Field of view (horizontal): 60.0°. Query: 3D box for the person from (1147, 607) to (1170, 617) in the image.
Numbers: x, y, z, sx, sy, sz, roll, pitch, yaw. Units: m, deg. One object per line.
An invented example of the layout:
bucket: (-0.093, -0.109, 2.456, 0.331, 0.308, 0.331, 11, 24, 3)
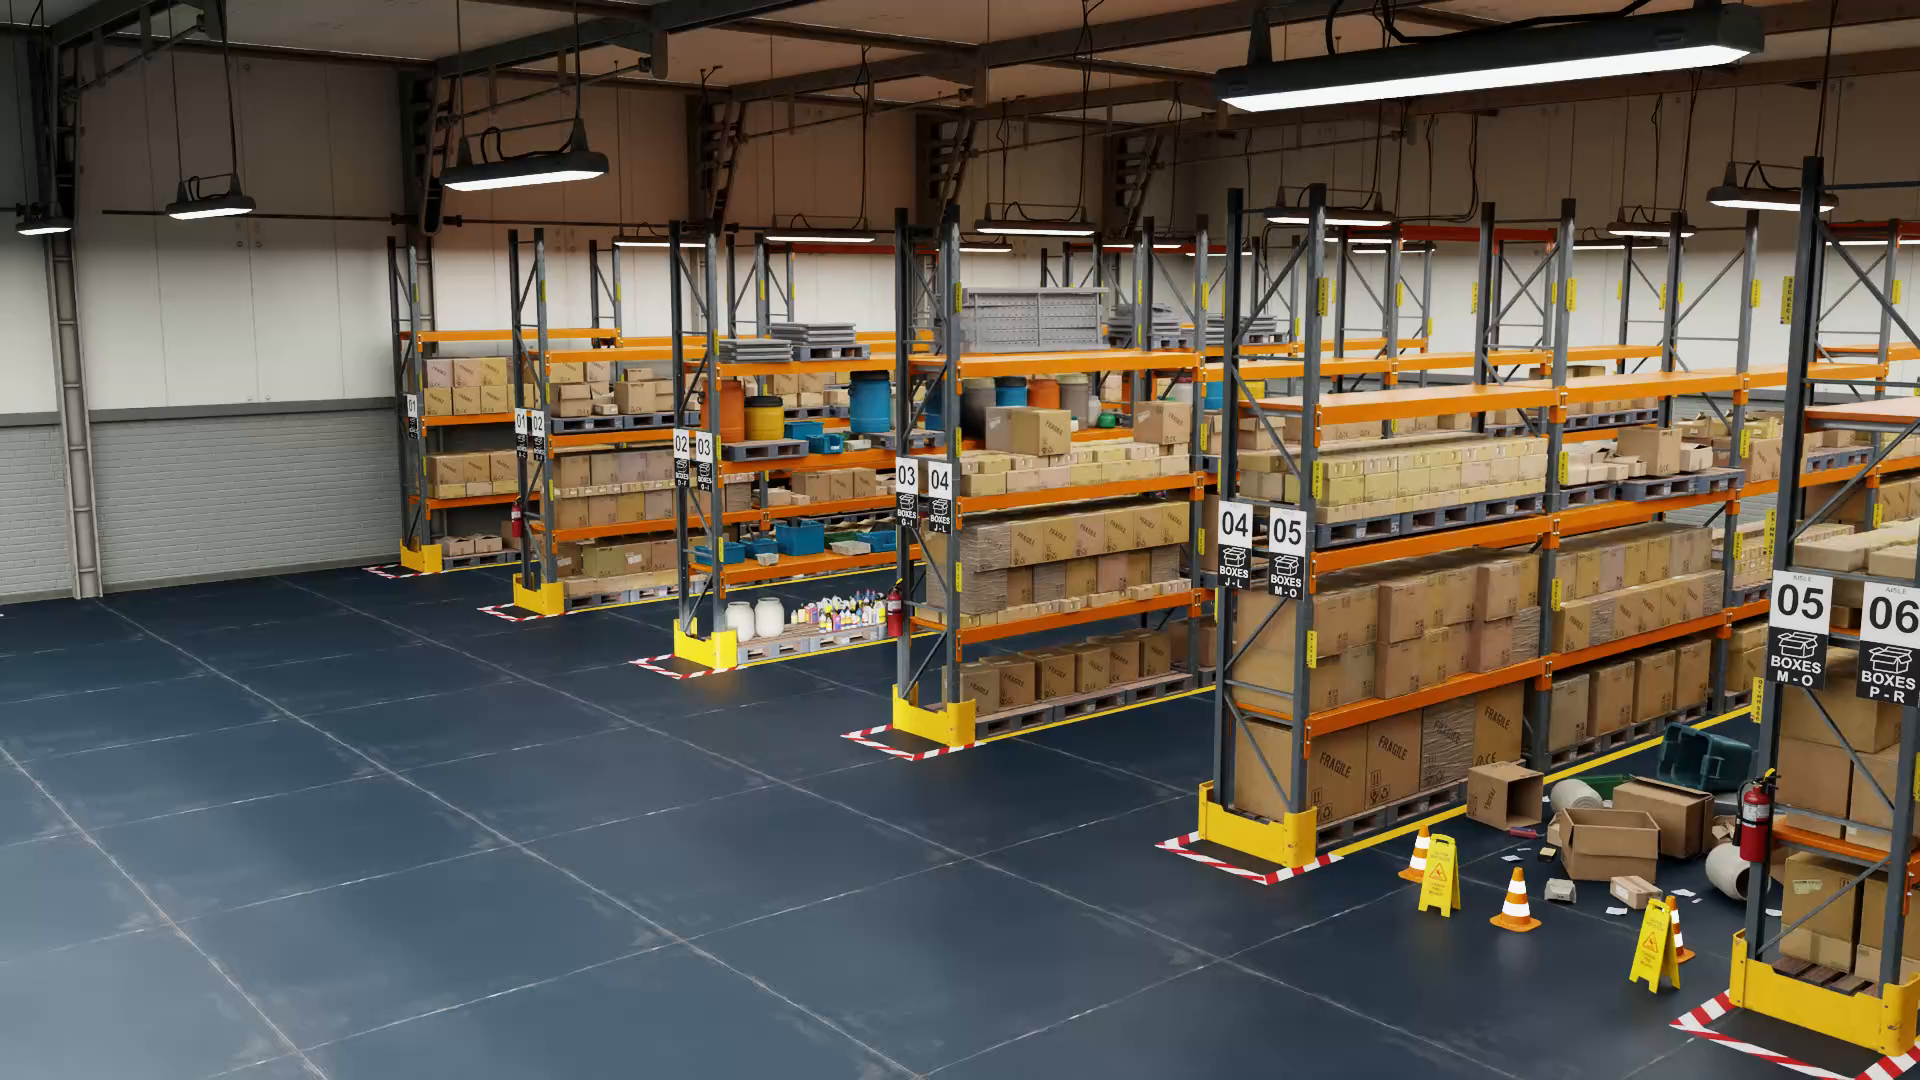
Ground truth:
person: (2.897, 0.314, 24.530, 0.736, 1.676, 0.574, -8, 12, -41)
